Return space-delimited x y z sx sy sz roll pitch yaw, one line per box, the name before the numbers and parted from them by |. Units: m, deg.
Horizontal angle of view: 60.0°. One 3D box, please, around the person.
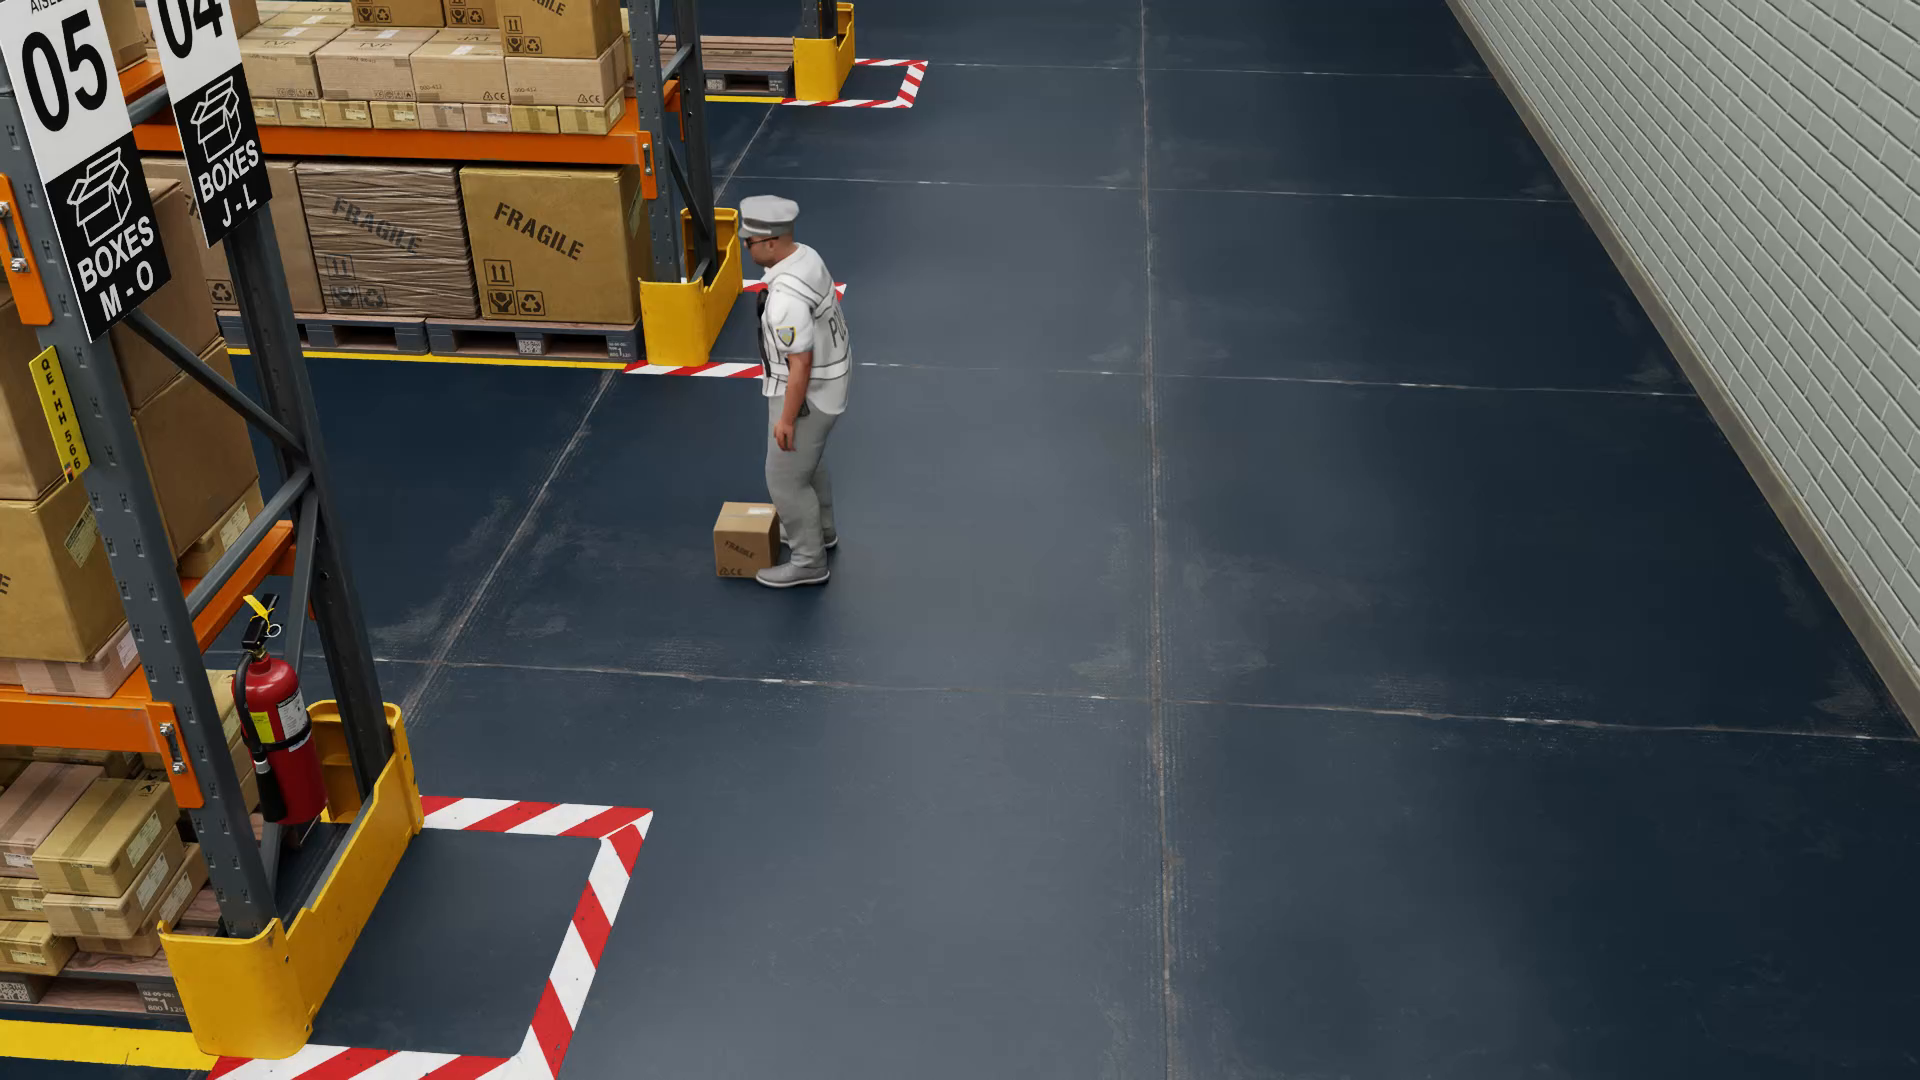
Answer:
person | -0.688 -0.628 7.144 0.446 1.746 0.588 1 32 2
